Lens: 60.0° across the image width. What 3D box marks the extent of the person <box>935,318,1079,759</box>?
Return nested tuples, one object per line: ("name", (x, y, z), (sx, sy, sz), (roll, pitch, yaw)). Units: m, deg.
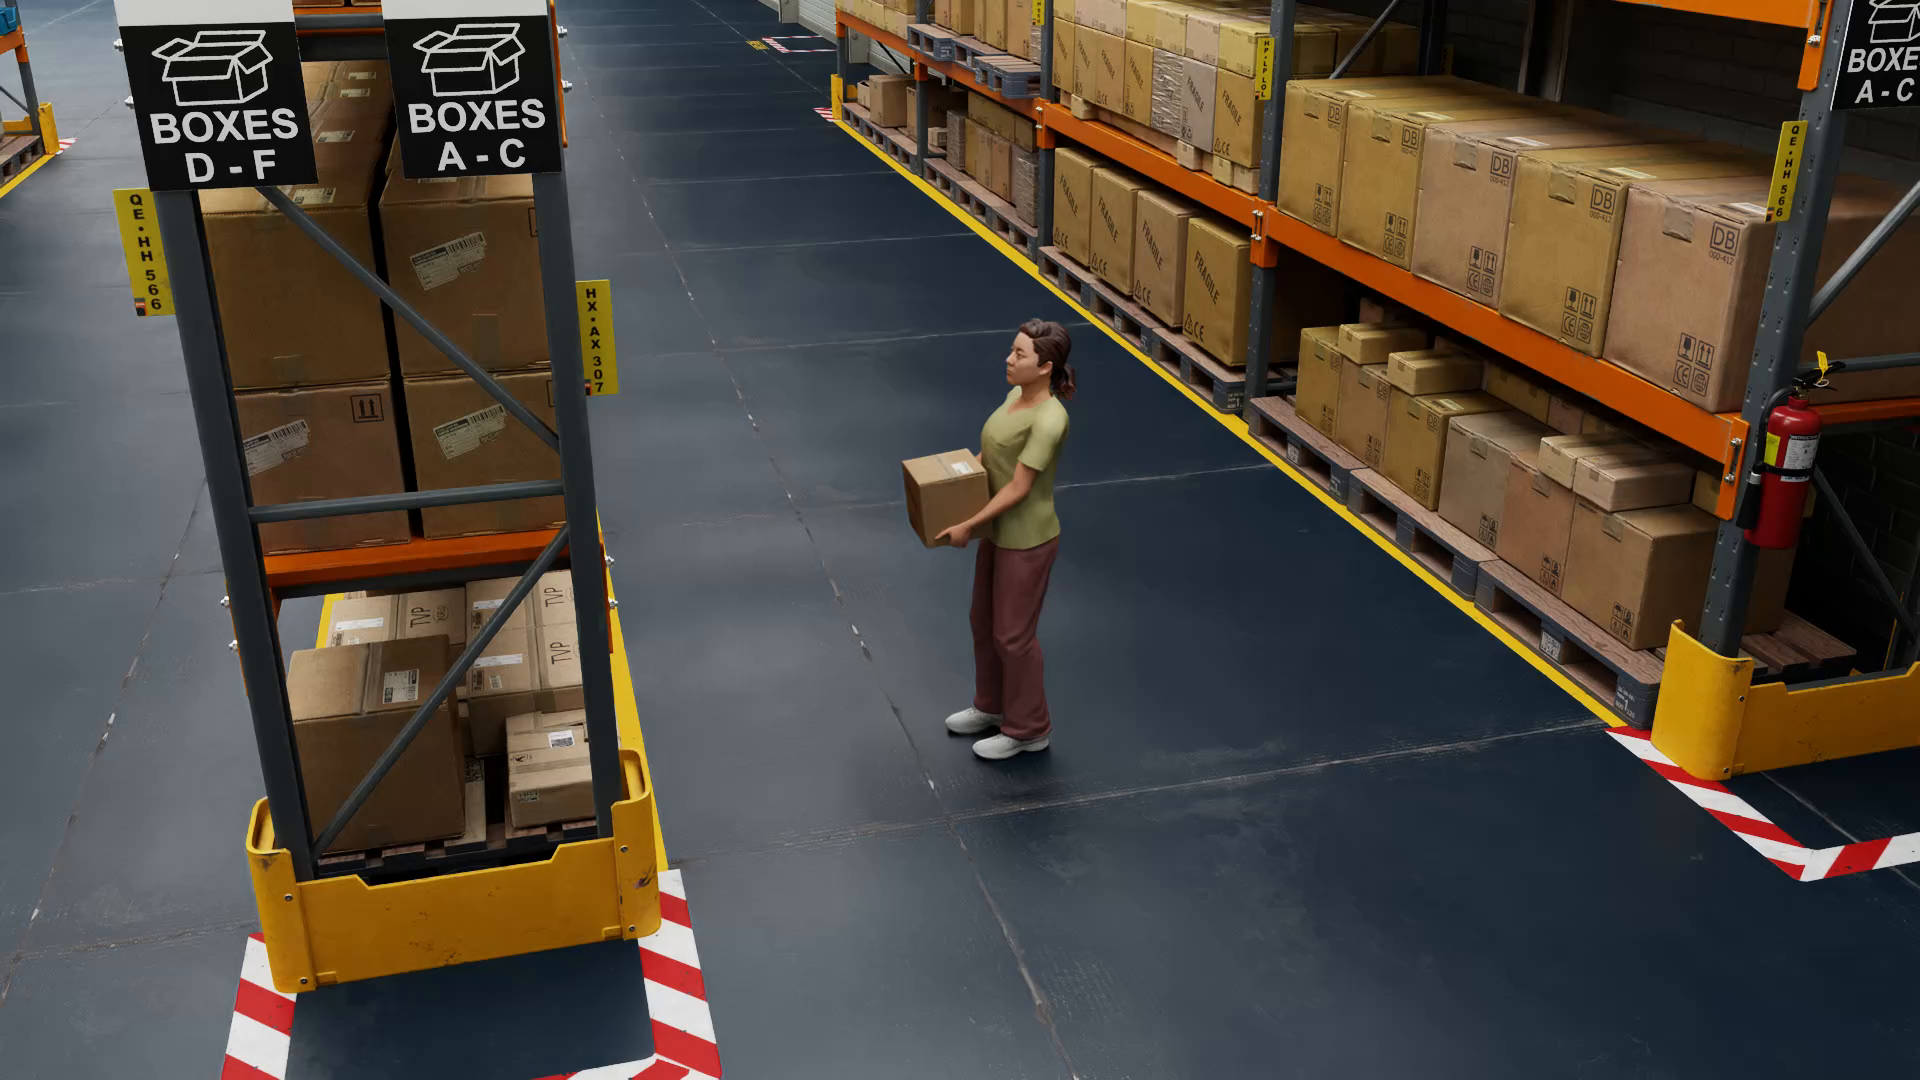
("person", (0.149, 0.005, 6.100), (0.559, 1.662, 0.427), (-6, 24, -14))
